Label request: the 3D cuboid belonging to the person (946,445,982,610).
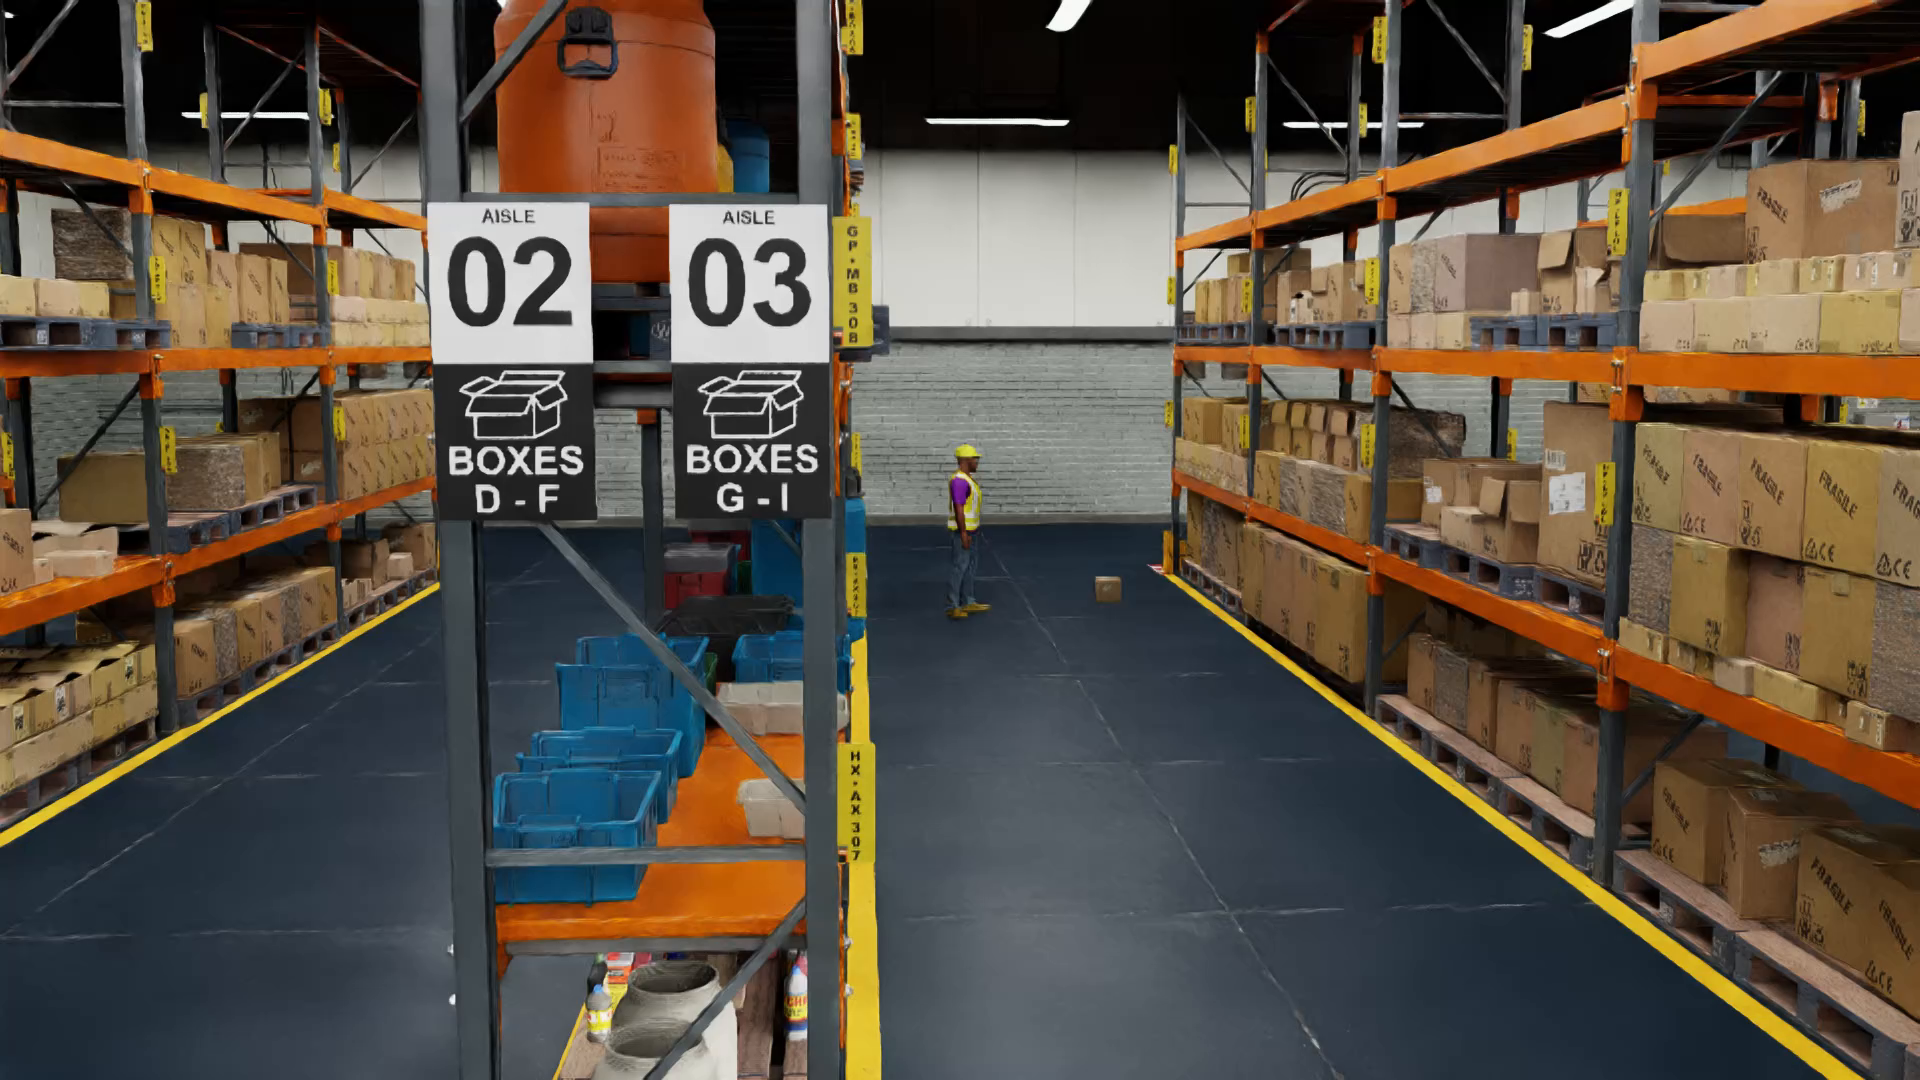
[{"bbox_3d":[0.045,-0.138,17.319,0.357,1.709,0.637,1,7,10],"label":"person"}]
